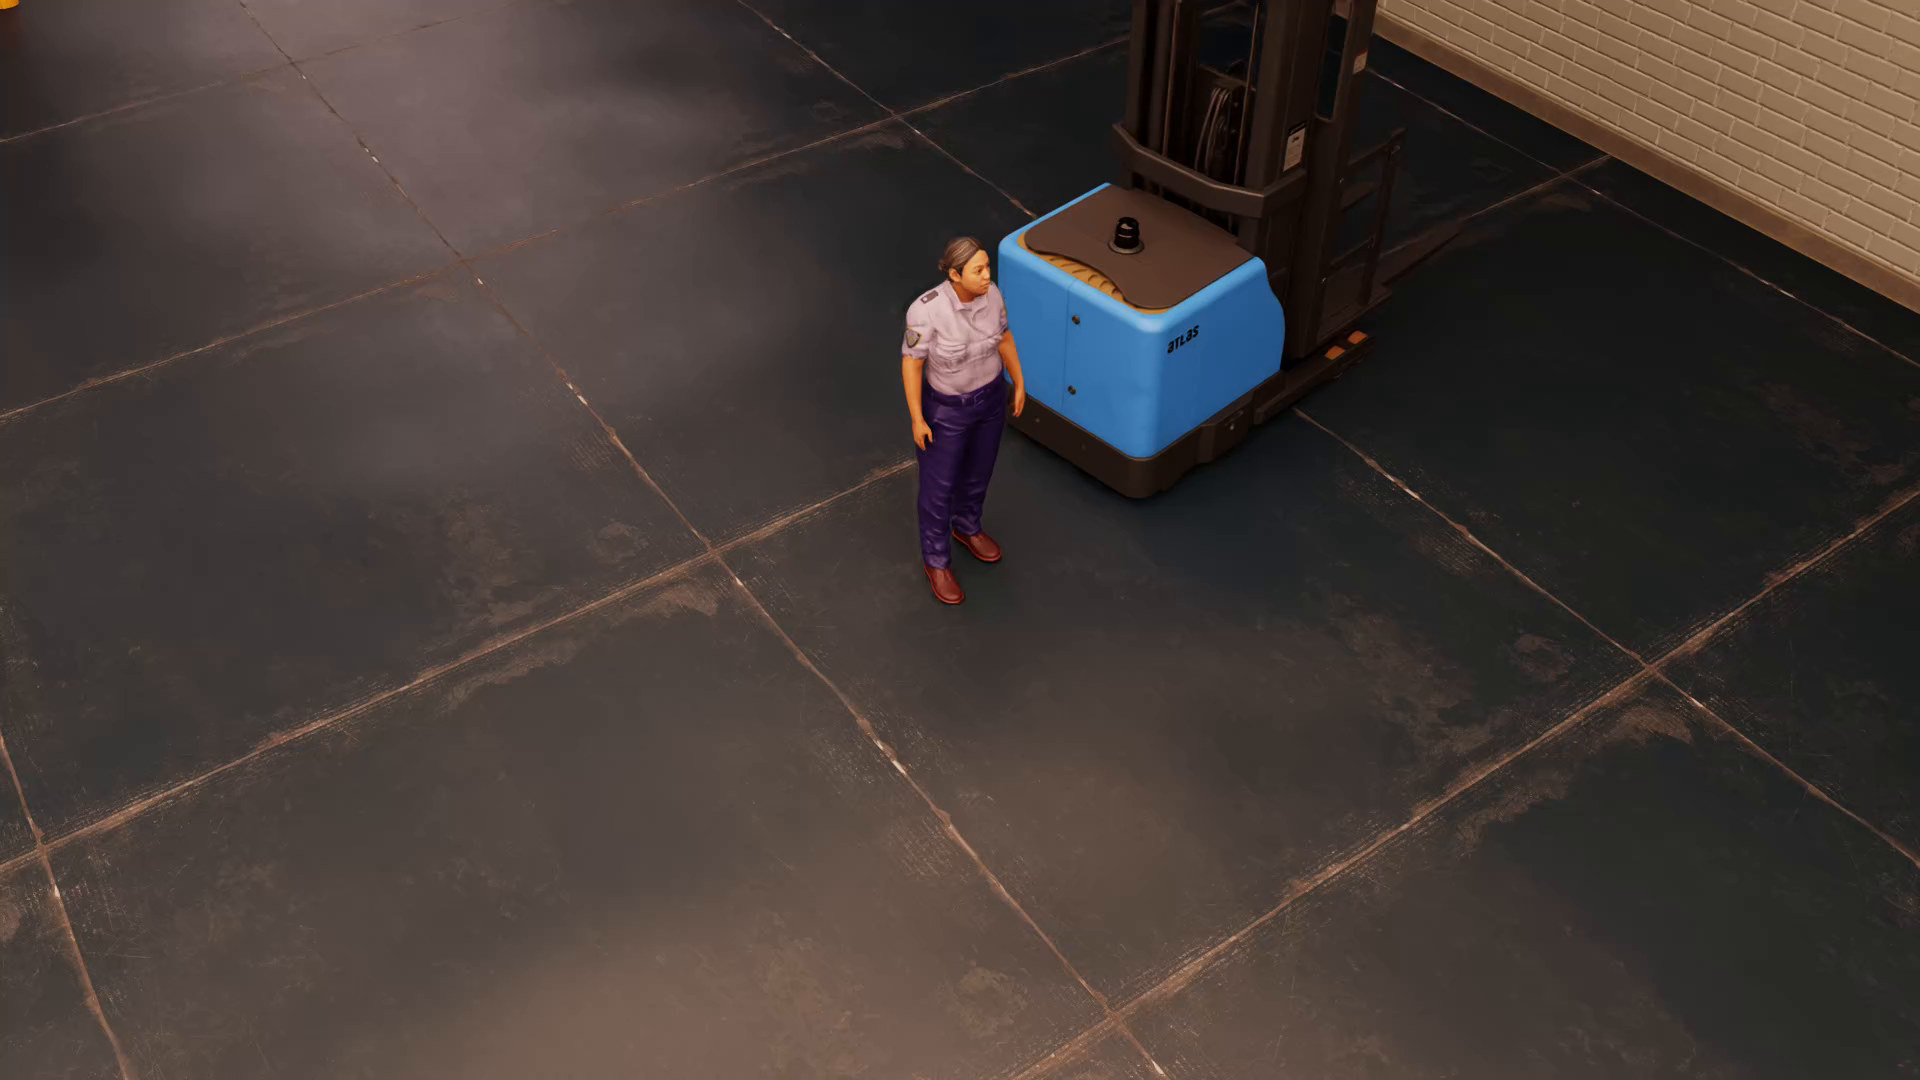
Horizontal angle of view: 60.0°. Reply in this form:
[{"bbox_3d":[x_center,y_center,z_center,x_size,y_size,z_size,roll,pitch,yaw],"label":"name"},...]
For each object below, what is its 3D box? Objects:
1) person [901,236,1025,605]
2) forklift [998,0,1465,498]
[{"bbox_3d":[0.052,-0.545,7.253,0.610,1.654,0.484,-27,49,-26],"label":"person"},{"bbox_3d":[1.573,-2.164,8.064,3.031,2.935,1.130,-33,52,-31],"label":"forklift"}]
